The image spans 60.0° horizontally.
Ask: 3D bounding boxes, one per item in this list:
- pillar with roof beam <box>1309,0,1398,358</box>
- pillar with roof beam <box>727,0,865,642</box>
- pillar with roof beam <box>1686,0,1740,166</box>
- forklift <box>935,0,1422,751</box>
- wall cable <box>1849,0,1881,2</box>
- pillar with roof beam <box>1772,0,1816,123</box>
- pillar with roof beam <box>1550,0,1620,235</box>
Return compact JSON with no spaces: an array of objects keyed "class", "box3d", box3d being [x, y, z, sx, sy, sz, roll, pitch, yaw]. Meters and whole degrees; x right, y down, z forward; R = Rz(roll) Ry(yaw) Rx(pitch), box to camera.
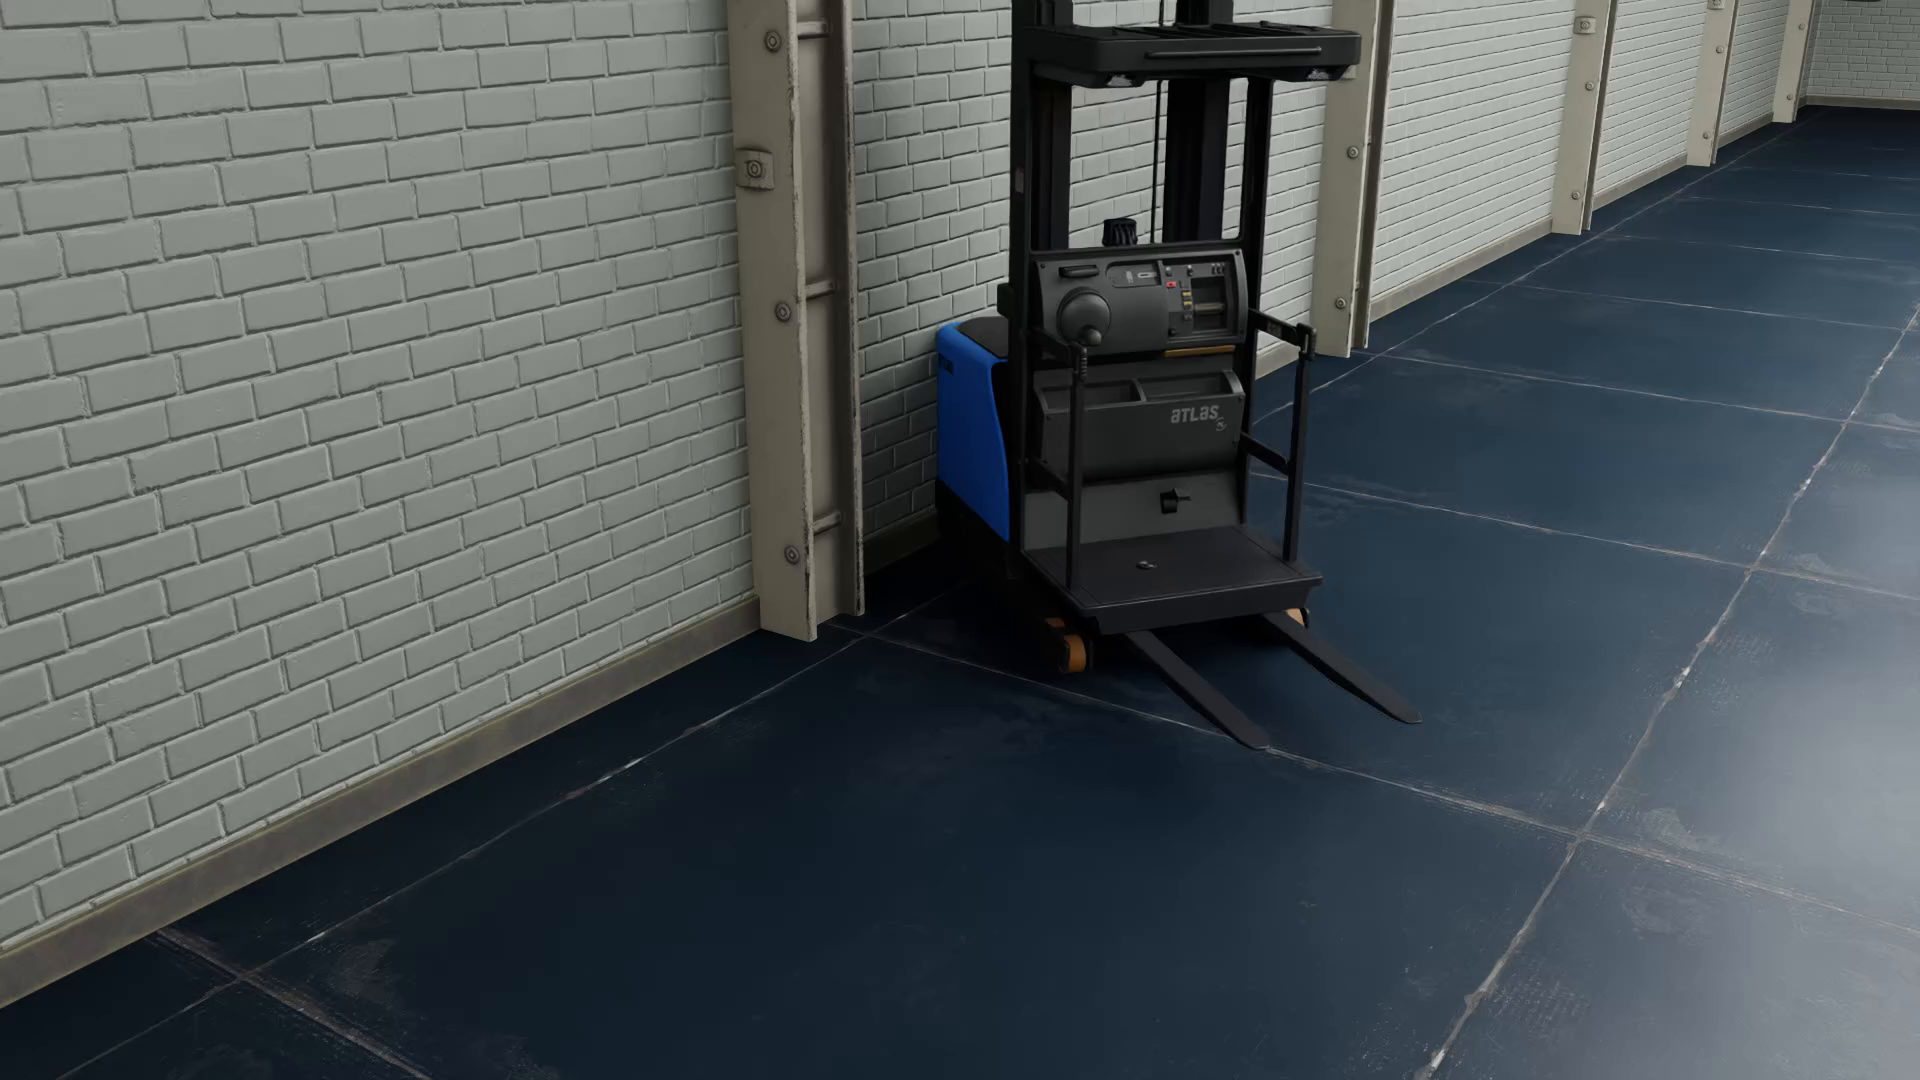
[{"class":"pillar with roof beam","box3d":[6.276,-4.754,8.146,9.100,9.000,0.400,13,24,32]},{"class":"pillar with roof beam","box3d":[2.903,-3.033,3.492,9.100,9.000,0.400,13,24,32]},{"class":"pillar with roof beam","box3d":[13.022,-8.197,17.454,9.100,9.000,0.400,13,24,32]},{"class":"forklift","box3d":[0.833,-0.984,6.700,1.130,2.935,3.031,-7,21,-18]},{"class":"wall cable","box3d":[15.584,-9.889,26.505,3.097,2.526,0.112,13,24,32]},{"class":"pillar with roof beam","box3d":[16.395,-9.919,22.108,9.100,9.000,0.400,13,24,32]},{"class":"pillar with roof beam","box3d":[9.649,-6.476,12.800,9.100,9.000,0.400,13,24,32]}]
